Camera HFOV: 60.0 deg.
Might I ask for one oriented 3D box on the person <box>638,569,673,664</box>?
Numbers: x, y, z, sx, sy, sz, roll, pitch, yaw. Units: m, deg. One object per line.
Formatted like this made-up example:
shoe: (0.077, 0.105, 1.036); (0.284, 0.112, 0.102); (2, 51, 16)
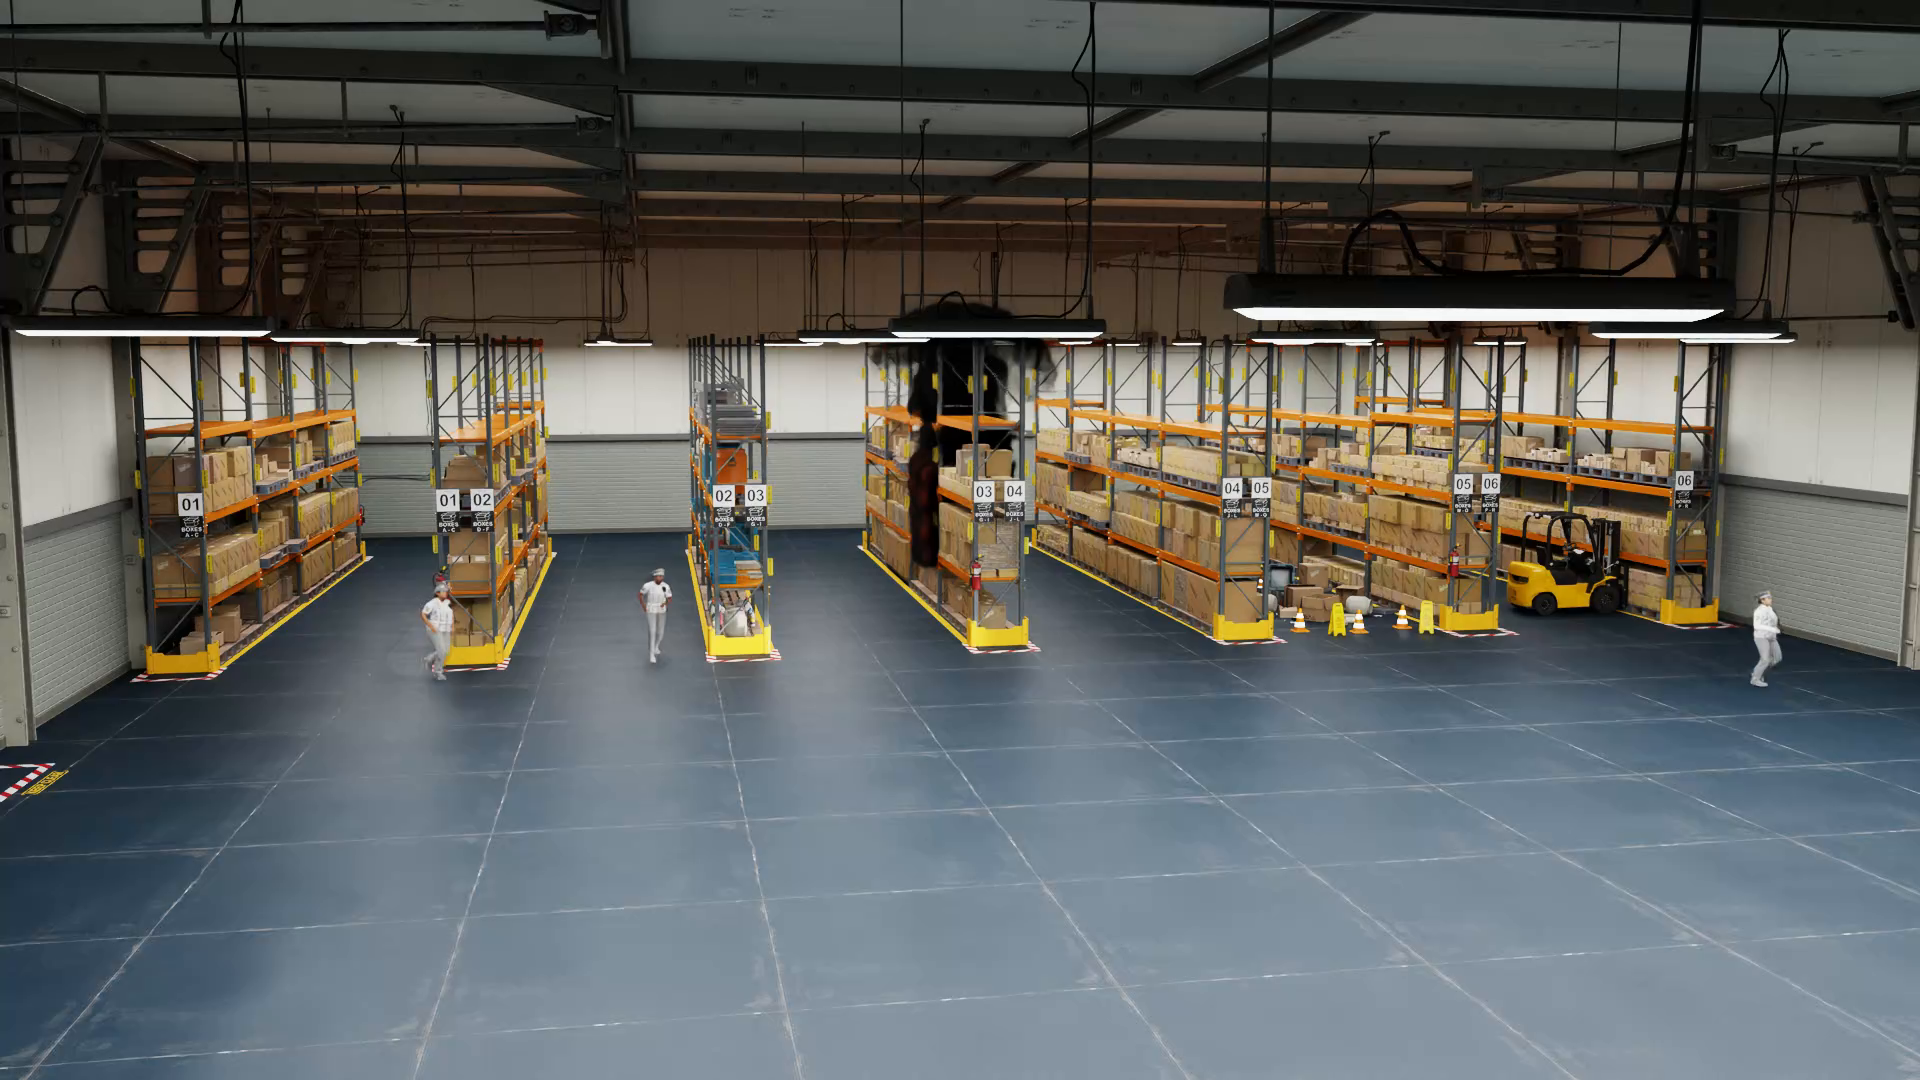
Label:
person: (-5.599, 1.375, 30.765); (0.579, 1.718, 0.850); (-3, 7, -27)

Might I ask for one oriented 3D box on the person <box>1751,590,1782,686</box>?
person: (13.721, 1.671, 28.186); (0.602, 1.649, 0.523); (-5, 8, -35)

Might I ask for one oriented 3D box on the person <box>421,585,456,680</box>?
person: (-9.149, 1.600, 29.139); (0.621, 1.633, 0.635); (4, 8, 33)
